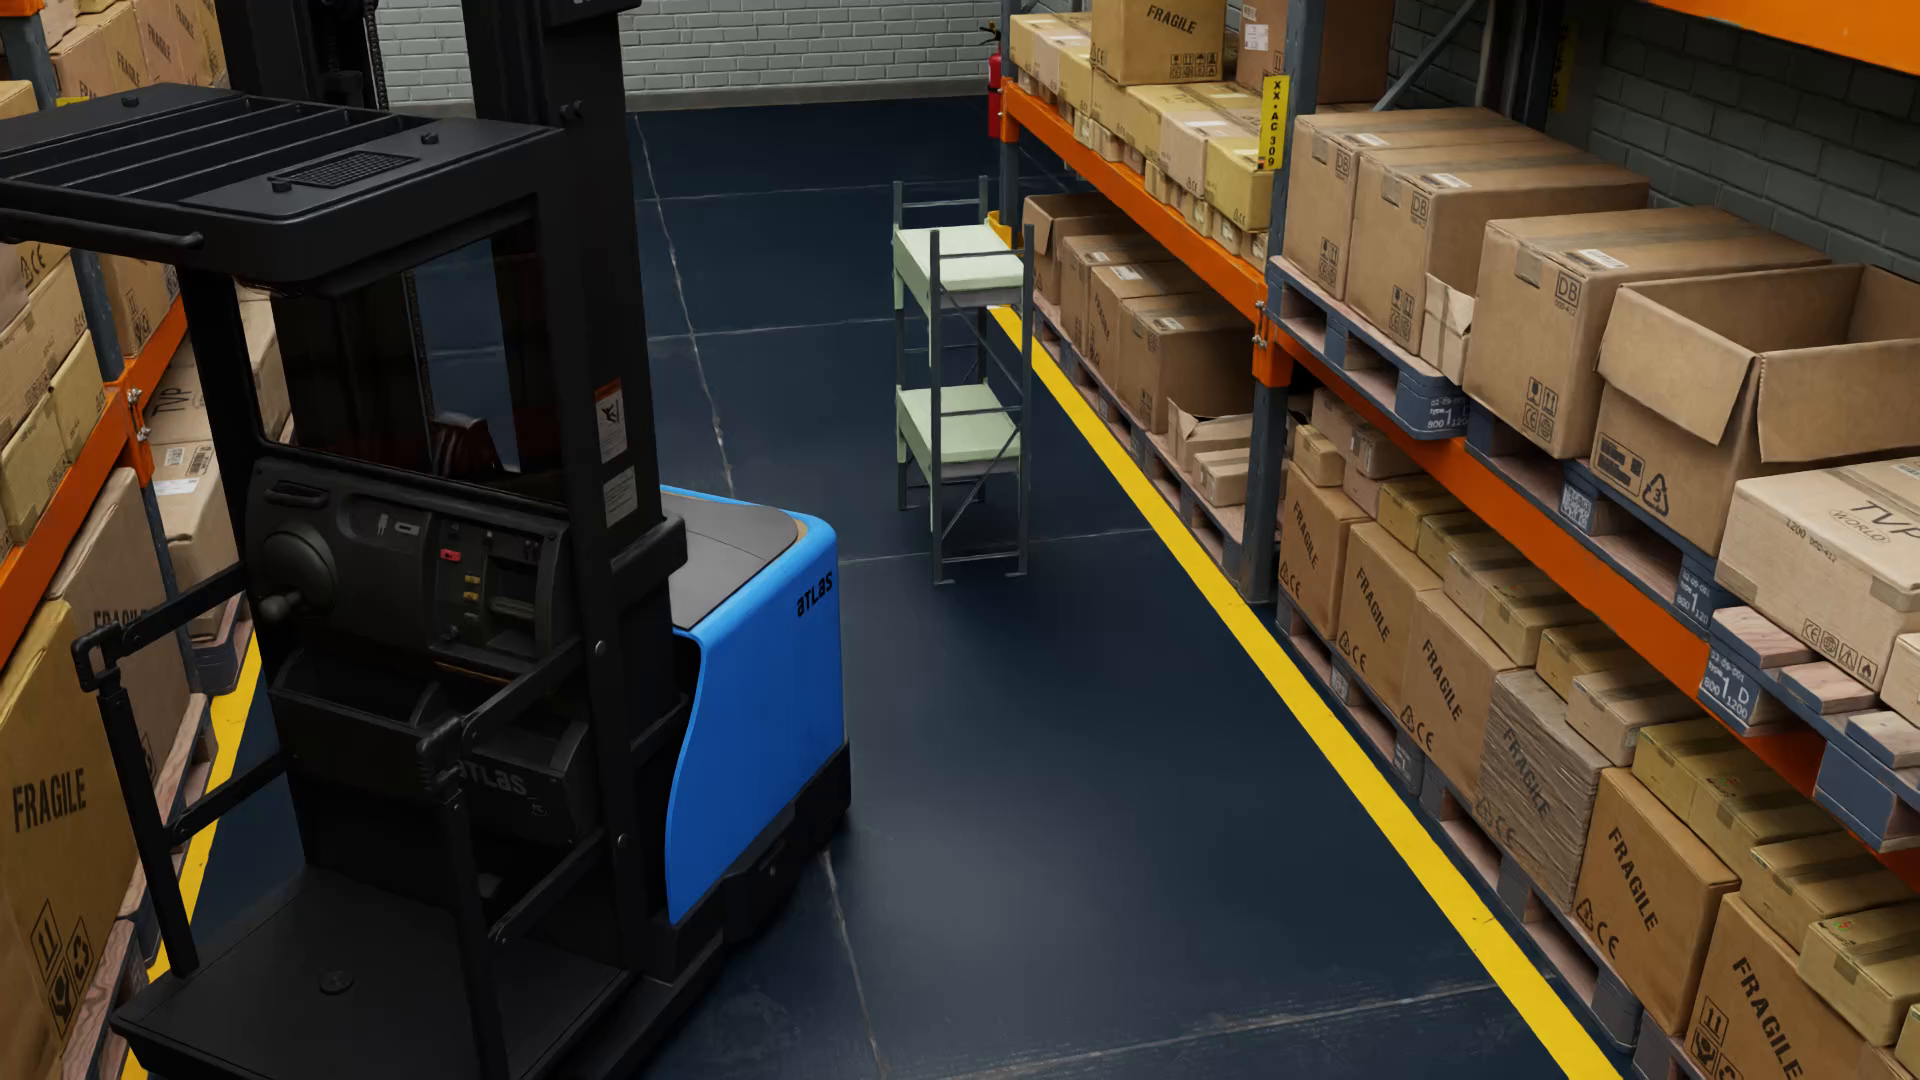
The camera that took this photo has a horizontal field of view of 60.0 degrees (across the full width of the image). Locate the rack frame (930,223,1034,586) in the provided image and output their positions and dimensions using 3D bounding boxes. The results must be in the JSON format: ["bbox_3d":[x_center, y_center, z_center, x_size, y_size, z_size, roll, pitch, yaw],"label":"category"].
[{"bbox_3d":[0.084,-0.506,6.588,0.400,1.500,0.023,-6,27,-12],"label":"rack frame"}]

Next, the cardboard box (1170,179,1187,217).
[{"bbox_3d":[1.126,-1.491,7.155,0.380,0.149,0.250,-5,27,-10],"label":"cardboard box"}]

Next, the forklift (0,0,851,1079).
[{"bbox_3d":[-1.424,0.101,3.796,1.130,2.935,3.031,12,29,22],"label":"forklift"}]

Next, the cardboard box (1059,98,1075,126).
[{"bbox_3d":[0.736,-2.283,8.724,0.380,0.149,0.250,-5,27,-10],"label":"cardboard box"}]

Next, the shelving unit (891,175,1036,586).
[{"bbox_3d":[0.002,-0.667,6.906,0.431,1.500,0.755,-6,27,-12],"label":"shelving unit"}]

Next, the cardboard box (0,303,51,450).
[{"bbox_3d":[-2.741,-0.411,4.346,0.500,0.250,0.500,-5,27,-10],"label":"cardboard box"}]

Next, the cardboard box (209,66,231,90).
[{"bbox_3d":[-3.508,-1.811,7.398,0.500,0.500,0.500,-5,27,-10],"label":"cardboard box"}]

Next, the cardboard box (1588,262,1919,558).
[{"bbox_3d":[1.992,-0.323,3.980,0.797,0.503,0.637,-7,28,-13],"label":"cardboard box"}]

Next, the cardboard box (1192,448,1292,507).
[{"bbox_3d":[1.227,-0.277,7.168,0.380,0.149,0.250,-7,28,-13],"label":"cardboard box"}]

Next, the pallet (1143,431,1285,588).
[{"bbox_3d":[1.485,-0.204,7.421,1.003,0.211,1.213,-6,27,-12],"label":"pallet"}]

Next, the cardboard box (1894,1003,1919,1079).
[{"bbox_3d":[2.182,1.056,3.417,0.380,0.149,0.250,-7,28,-14],"label":"cardboard box"}]

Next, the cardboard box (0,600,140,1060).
[{"bbox_3d":[-2.768,0.779,4.270,0.875,0.875,0.875,-5,27,-10],"label":"cardboard box"}]

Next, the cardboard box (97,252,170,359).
[{"bbox_3d":[-3.047,-0.919,5.631,0.500,0.500,0.500,-5,27,-10],"label":"cardboard box"}]

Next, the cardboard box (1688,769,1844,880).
[{"bbox_3d":[2.058,0.699,4.125,0.380,0.149,0.250,-5,27,-10],"label":"cardboard box"}]

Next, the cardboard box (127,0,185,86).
[{"bbox_3d":[-3.280,-1.815,6.296,0.500,0.500,0.500,-5,27,-11],"label":"cardboard box"}]

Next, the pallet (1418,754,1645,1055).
[{"bbox_3d":[2.137,0.987,5.060,1.003,0.211,1.213,-6,27,-12],"label":"pallet"}]

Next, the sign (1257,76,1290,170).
[{"bbox_3d":[1.111,-1.476,5.884,0.100,0.325,0.005,-6,27,-12],"label":"sign"}]

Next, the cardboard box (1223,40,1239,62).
[{"bbox_3d":[1.321,-2.350,8.413,0.500,0.250,0.500,-5,27,-10],"label":"cardboard box"}]

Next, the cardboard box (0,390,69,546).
[{"bbox_3d":[-2.736,-0.180,4.444,0.500,0.250,0.500,-6,27,-12],"label":"cardboard box"}]

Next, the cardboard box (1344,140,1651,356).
[{"bbox_3d":[1.646,-0.917,5.161,0.700,0.500,0.500,-6,27,-11],"label":"cardboard box"}]

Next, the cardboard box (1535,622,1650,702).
[{"bbox_3d":[1.905,0.358,4.800,0.380,0.149,0.250,-6,27,-11],"label":"cardboard box"}]

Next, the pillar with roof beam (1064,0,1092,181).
[{"bbox_3d":[-3.187,-6.420,9.982,9.100,9.000,0.400,-6,27,-12],"label":"pillar with roof beam"}]

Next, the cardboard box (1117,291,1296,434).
[{"bbox_3d":[1.171,-0.862,7.937,0.700,0.500,0.500,-7,28,-14],"label":"cardboard box"}]

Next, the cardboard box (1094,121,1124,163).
[{"bbox_3d":[0.865,-1.935,8.034,0.380,0.149,0.250,-5,27,-10],"label":"cardboard box"}]

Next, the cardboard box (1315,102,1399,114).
[{"bbox_3d":[1.670,-1.678,7.081,0.500,0.250,0.500,-6,27,-12],"label":"cardboard box"}]

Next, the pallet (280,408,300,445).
[{"bbox_3d":[-3.570,-0.275,7.562,1.003,0.211,1.213,-6,27,-12],"label":"pallet"}]

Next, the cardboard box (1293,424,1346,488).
[{"bbox_3d":[1.460,-0.324,6.152,0.380,0.149,0.250,-5,27,-9],"label":"cardboard box"}]

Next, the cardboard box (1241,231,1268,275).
[{"bbox_3d":[1.320,-1.150,6.478,0.380,0.149,0.250,-6,27,-11],"label":"cardboard box"}]

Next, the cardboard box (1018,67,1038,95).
[{"bbox_3d":[0.544,-2.619,9.389,0.380,0.149,0.250,-6,27,-12],"label":"cardboard box"}]

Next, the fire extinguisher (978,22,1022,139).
[{"bbox_3d":[0.253,-2.720,9.810,0.296,0.674,0.183,-6,27,-12],"label":"fire extinguisher"}]

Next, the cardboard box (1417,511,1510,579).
[{"bbox_3d":[1.742,0.020,5.470,0.380,0.149,0.250,-6,27,-12],"label":"cardboard box"}]

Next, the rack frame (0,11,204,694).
[{"bbox_3d":[-3.197,-0.642,5.193,1.000,3.000,0.127,-6,27,-12],"label":"rack frame"}]

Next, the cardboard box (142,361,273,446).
[{"bbox_3d":[-3.436,-0.365,7.022,0.875,0.438,0.875,-7,28,-13],"label":"cardboard box"}]

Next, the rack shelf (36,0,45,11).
[{"bbox_3d":[-3.647,-2.538,6.419,1.077,0.370,4.000,-6,27,-12],"label":"rack shelf"}]

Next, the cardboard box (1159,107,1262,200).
[{"bbox_3d":[1.159,-1.631,6.988,0.500,0.250,0.500,-6,27,-11],"label":"cardboard box"}]

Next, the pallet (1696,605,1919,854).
[{"bbox_3d":[2.319,0.404,3.334,1.213,0.211,1.003,-6,27,-12],"label":"pallet"}]

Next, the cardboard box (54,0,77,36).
[{"bbox_3d":[-3.088,-1.698,5.345,0.380,0.149,0.250,-6,27,-11],"label":"cardboard box"}]

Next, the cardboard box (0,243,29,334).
[{"bbox_3d":[-2.728,-0.736,4.158,0.500,0.500,0.500,-5,27,-11],"label":"cardboard box"}]

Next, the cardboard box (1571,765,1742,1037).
[{"bbox_3d":[2.012,0.923,4.401,0.500,0.500,0.500,-5,27,-9],"label":"cardboard box"}]

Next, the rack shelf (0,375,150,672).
[{"bbox_3d":[-2.746,0.557,3.615,1.077,0.370,4.000,-6,27,-12],"label":"rack shelf"}]

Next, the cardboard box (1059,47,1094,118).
[{"bbox_3d":[0.808,-2.299,8.313,0.500,0.250,0.500,-6,27,-13],"label":"cardboard box"}]

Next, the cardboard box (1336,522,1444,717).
[{"bbox_3d":[1.658,0.249,5.736,0.500,0.500,0.500,-6,27,-12],"label":"cardboard box"}]

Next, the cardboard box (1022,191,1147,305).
[{"bbox_3d":[0.782,-1.698,9.591,0.797,0.503,0.637,-7,28,-14],"label":"cardboard box"}]
